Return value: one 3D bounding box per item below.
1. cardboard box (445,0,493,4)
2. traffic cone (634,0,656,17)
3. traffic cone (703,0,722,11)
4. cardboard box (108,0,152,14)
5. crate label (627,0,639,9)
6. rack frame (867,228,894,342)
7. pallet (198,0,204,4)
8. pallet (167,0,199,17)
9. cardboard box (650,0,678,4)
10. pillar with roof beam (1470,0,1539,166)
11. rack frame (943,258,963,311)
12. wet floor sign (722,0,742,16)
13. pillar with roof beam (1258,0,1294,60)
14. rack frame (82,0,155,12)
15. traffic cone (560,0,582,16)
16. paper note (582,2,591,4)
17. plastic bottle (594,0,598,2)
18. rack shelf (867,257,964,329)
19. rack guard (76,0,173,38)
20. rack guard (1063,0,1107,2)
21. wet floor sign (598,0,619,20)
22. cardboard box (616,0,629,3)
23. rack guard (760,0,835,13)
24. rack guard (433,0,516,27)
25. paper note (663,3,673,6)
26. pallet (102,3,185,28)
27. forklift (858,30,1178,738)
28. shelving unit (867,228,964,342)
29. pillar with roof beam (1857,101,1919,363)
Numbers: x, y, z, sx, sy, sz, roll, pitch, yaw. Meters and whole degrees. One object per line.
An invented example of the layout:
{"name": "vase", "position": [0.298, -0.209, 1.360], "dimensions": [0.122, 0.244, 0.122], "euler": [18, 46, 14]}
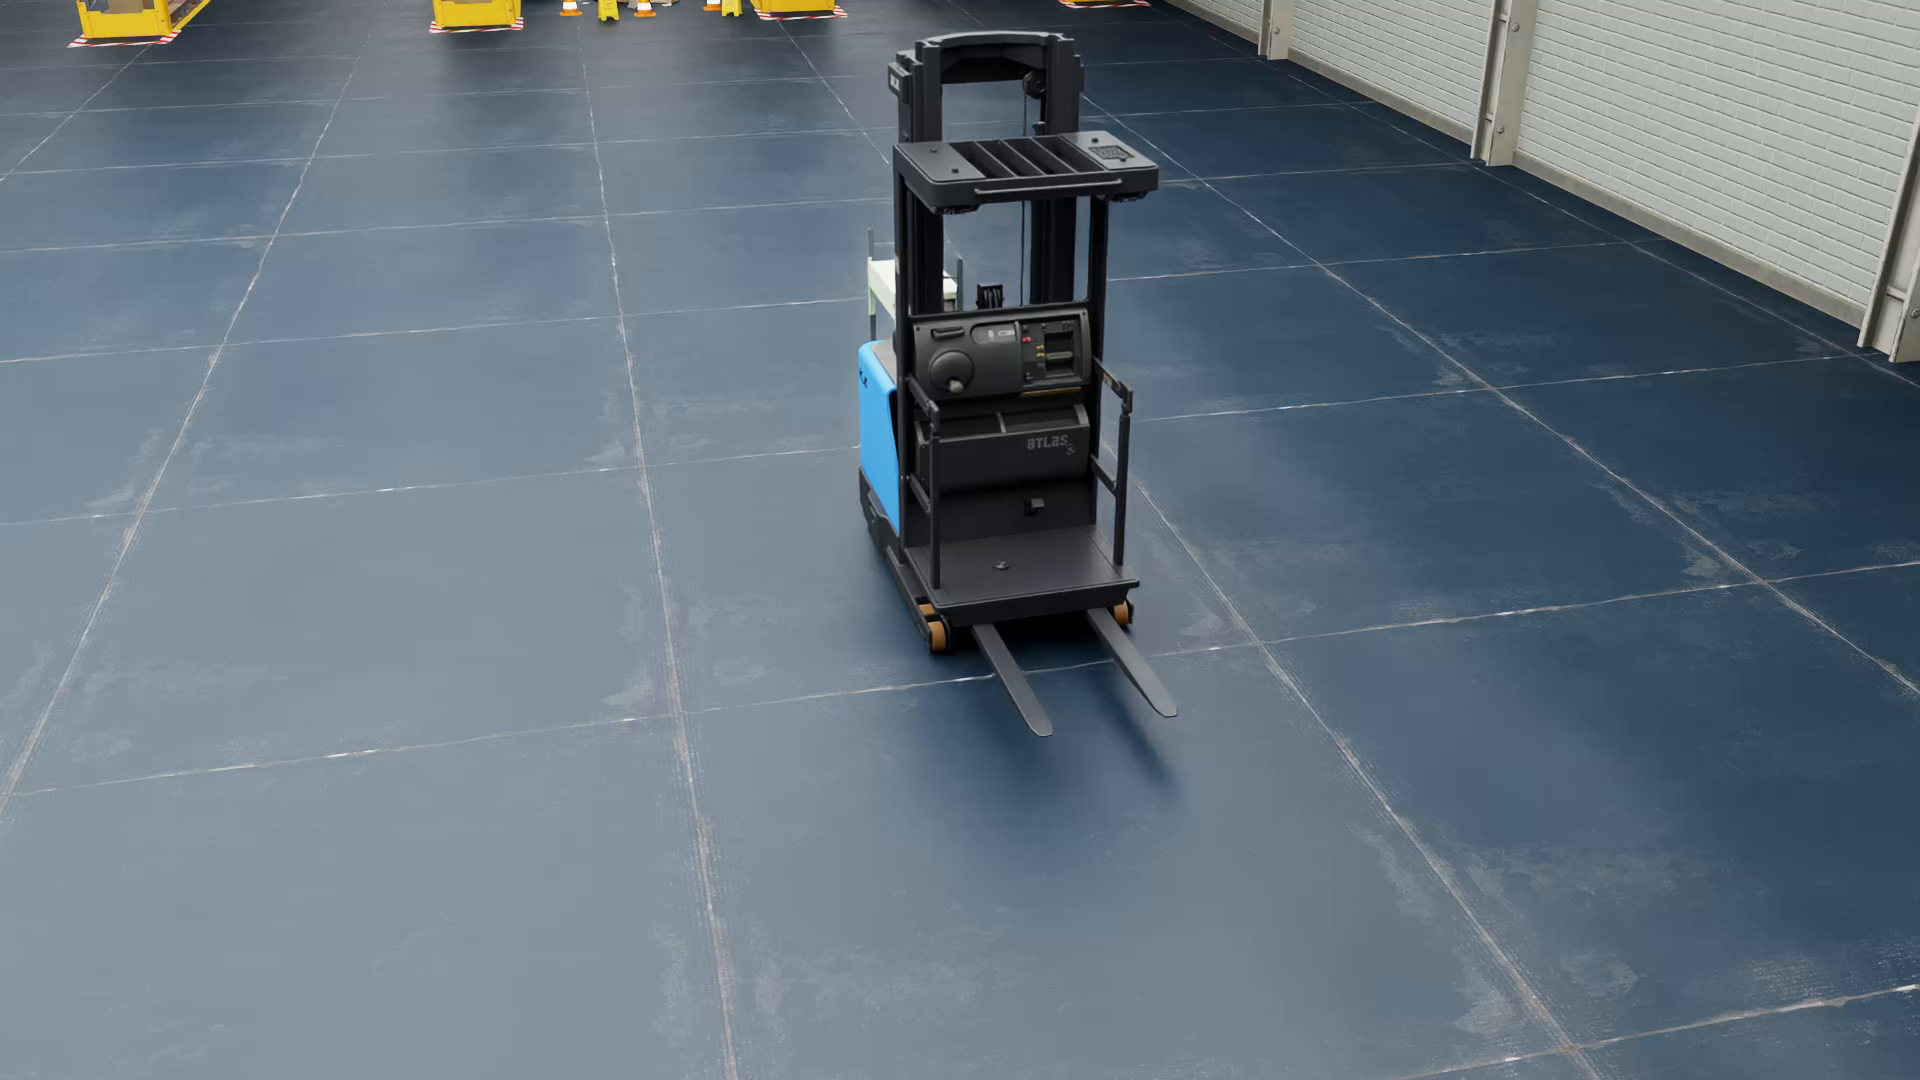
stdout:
{"name": "cardboard box", "position": [-7.587, -8.742, 25.632], "dimensions": [0.875, 0.875, 0.875], "euler": [-6, 27, -11]}
{"name": "traffic cone", "position": [-4.928, -8.422, 25.922], "dimensions": [0.336, 0.463, 0.334], "euler": [-6, 27, -12]}
{"name": "traffic cone", "position": [-3.924, -8.684, 26.441], "dimensions": [0.336, 0.463, 0.334], "euler": [-6, 27, -12]}
{"name": "cardboard box", "position": [-12.349, -8.100, 24.777], "dimensions": [0.500, 0.500, 0.500], "euler": [-1, 27, -2]}
{"name": "crate label", "position": [-5.166, -8.615, 26.667], "dimensions": [0.250, 0.136, 0.298], "euler": [-23, 35, -38]}
{"name": "rack frame", "position": [-0.374, -1.260, 10.583], "dimensions": [0.400, 1.500, 0.023], "euler": [-7, 28, -14]}
{"name": "pallet", "position": [-12.940, -8.972, 27.292], "dimensions": [1.003, 0.211, 1.213], "euler": [-6, 27, -12]}
{"name": "pallet", "position": [-12.662, -8.436, 26.229], "dimensions": [1.003, 0.211, 1.213], "euler": [-6, 27, -12]}
{"name": "cardboard box", "position": [-4.833, -8.856, 27.131], "dimensions": [0.380, 0.149, 0.250], "euler": [8, 28, 15]}
{"name": "pillar with roof beam", "position": [1.497, -7.635, 14.889], "dimensions": [9.100, 9.000, 0.400], "euler": [-6, 27, -12]}
{"name": "rack frame", "position": [-0.179, -0.943, 9.953], "dimensions": [0.400, 1.500, 0.023], "euler": [-7, 28, -14]}
{"name": "wet floor sign", "position": [-3.569, -8.516, 25.905], "dimensions": [0.267, 0.644, 0.232], "euler": [3, 27, 6]}
{"name": "pillar with roof beam", "position": [0.144, -10.269, 20.108], "dimensions": [9.100, 9.000, 0.400], "euler": [-6, 27, -12]}
{"name": "rack frame", "position": [-12.225, -8.752, 23.762], "dimensions": [1.000, 3.000, 0.127], "euler": [-6, 27, -12]}
{"name": "traffic cone", "position": [-6.106, -8.457, 25.991], "dimensions": [0.336, 0.463, 0.334], "euler": [-6, 27, -12]}
{"name": "paper note", "position": [-6.060, -8.728, 27.010], "dimensions": [0.144, 0.017, 0.142], "euler": [3, 27, 6]}
{"name": "plastic bottle", "position": [-5.969, -8.894, 27.304], "dimensions": [0.133, 0.061, 0.283], "euler": [-16, 31, -29]}
{"name": "rack shelf", "position": [-0.276, -1.450, 10.092], "dimensions": [0.431, 0.370, 0.720], "euler": [-7, 28, -14]}
{"name": "rack guard", "position": [-12.242, -7.670, 24.391], "dimensions": [1.175, 0.500, 0.348], "euler": [-6, 27, -12]}
{"name": "rack guard", "position": [2.271, -9.138, 27.300], "dimensions": [1.175, 0.500, 0.348], "euler": [-6, 27, -12]}
{"name": "wet floor sign", "position": [-5.434, -8.349, 25.575], "dimensions": [0.267, 0.644, 0.232], "euler": [-11, 29, -20]}
{"name": "cardboard box", "position": [-5.432, -9.158, 27.336], "dimensions": [0.637, 0.503, 0.797], "euler": [19, 32, 32]}
{"name": "rack guard", "position": [-2.587, -8.676, 26.385], "dimensions": [1.175, 0.500, 0.348], "euler": [-6, 27, -12]}
{"name": "rack guard", "position": [-7.364, -8.085, 25.214], "dimensions": [1.175, 0.500, 0.348], "euler": [-6, 27, -12]}
{"name": "paper note", "position": [-4.722, -8.646, 26.846], "dimensions": [0.148, 0.019, 0.142], "euler": [-16, 31, -29]}
{"name": "pallet", "position": [-12.391, -7.901, 25.170], "dimensions": [1.003, 0.211, 1.213], "euler": [-6, 27, -12]}
{"name": "forklift", "position": [0.279, -0.920, 8.320], "dimensions": [1.130, 2.935, 3.031], "euler": [-7, 28, -14]}
{"name": "shelving unit", "position": [-0.276, -1.102, 10.268], "dimensions": [0.431, 1.500, 0.755], "euler": [-7, 28, -14]}
{"name": "pillar with roof beam", "position": [2.849, -5.001, 9.670], "dimensions": [9.100, 9.000, 0.400], "euler": [-6, 27, -12]}
